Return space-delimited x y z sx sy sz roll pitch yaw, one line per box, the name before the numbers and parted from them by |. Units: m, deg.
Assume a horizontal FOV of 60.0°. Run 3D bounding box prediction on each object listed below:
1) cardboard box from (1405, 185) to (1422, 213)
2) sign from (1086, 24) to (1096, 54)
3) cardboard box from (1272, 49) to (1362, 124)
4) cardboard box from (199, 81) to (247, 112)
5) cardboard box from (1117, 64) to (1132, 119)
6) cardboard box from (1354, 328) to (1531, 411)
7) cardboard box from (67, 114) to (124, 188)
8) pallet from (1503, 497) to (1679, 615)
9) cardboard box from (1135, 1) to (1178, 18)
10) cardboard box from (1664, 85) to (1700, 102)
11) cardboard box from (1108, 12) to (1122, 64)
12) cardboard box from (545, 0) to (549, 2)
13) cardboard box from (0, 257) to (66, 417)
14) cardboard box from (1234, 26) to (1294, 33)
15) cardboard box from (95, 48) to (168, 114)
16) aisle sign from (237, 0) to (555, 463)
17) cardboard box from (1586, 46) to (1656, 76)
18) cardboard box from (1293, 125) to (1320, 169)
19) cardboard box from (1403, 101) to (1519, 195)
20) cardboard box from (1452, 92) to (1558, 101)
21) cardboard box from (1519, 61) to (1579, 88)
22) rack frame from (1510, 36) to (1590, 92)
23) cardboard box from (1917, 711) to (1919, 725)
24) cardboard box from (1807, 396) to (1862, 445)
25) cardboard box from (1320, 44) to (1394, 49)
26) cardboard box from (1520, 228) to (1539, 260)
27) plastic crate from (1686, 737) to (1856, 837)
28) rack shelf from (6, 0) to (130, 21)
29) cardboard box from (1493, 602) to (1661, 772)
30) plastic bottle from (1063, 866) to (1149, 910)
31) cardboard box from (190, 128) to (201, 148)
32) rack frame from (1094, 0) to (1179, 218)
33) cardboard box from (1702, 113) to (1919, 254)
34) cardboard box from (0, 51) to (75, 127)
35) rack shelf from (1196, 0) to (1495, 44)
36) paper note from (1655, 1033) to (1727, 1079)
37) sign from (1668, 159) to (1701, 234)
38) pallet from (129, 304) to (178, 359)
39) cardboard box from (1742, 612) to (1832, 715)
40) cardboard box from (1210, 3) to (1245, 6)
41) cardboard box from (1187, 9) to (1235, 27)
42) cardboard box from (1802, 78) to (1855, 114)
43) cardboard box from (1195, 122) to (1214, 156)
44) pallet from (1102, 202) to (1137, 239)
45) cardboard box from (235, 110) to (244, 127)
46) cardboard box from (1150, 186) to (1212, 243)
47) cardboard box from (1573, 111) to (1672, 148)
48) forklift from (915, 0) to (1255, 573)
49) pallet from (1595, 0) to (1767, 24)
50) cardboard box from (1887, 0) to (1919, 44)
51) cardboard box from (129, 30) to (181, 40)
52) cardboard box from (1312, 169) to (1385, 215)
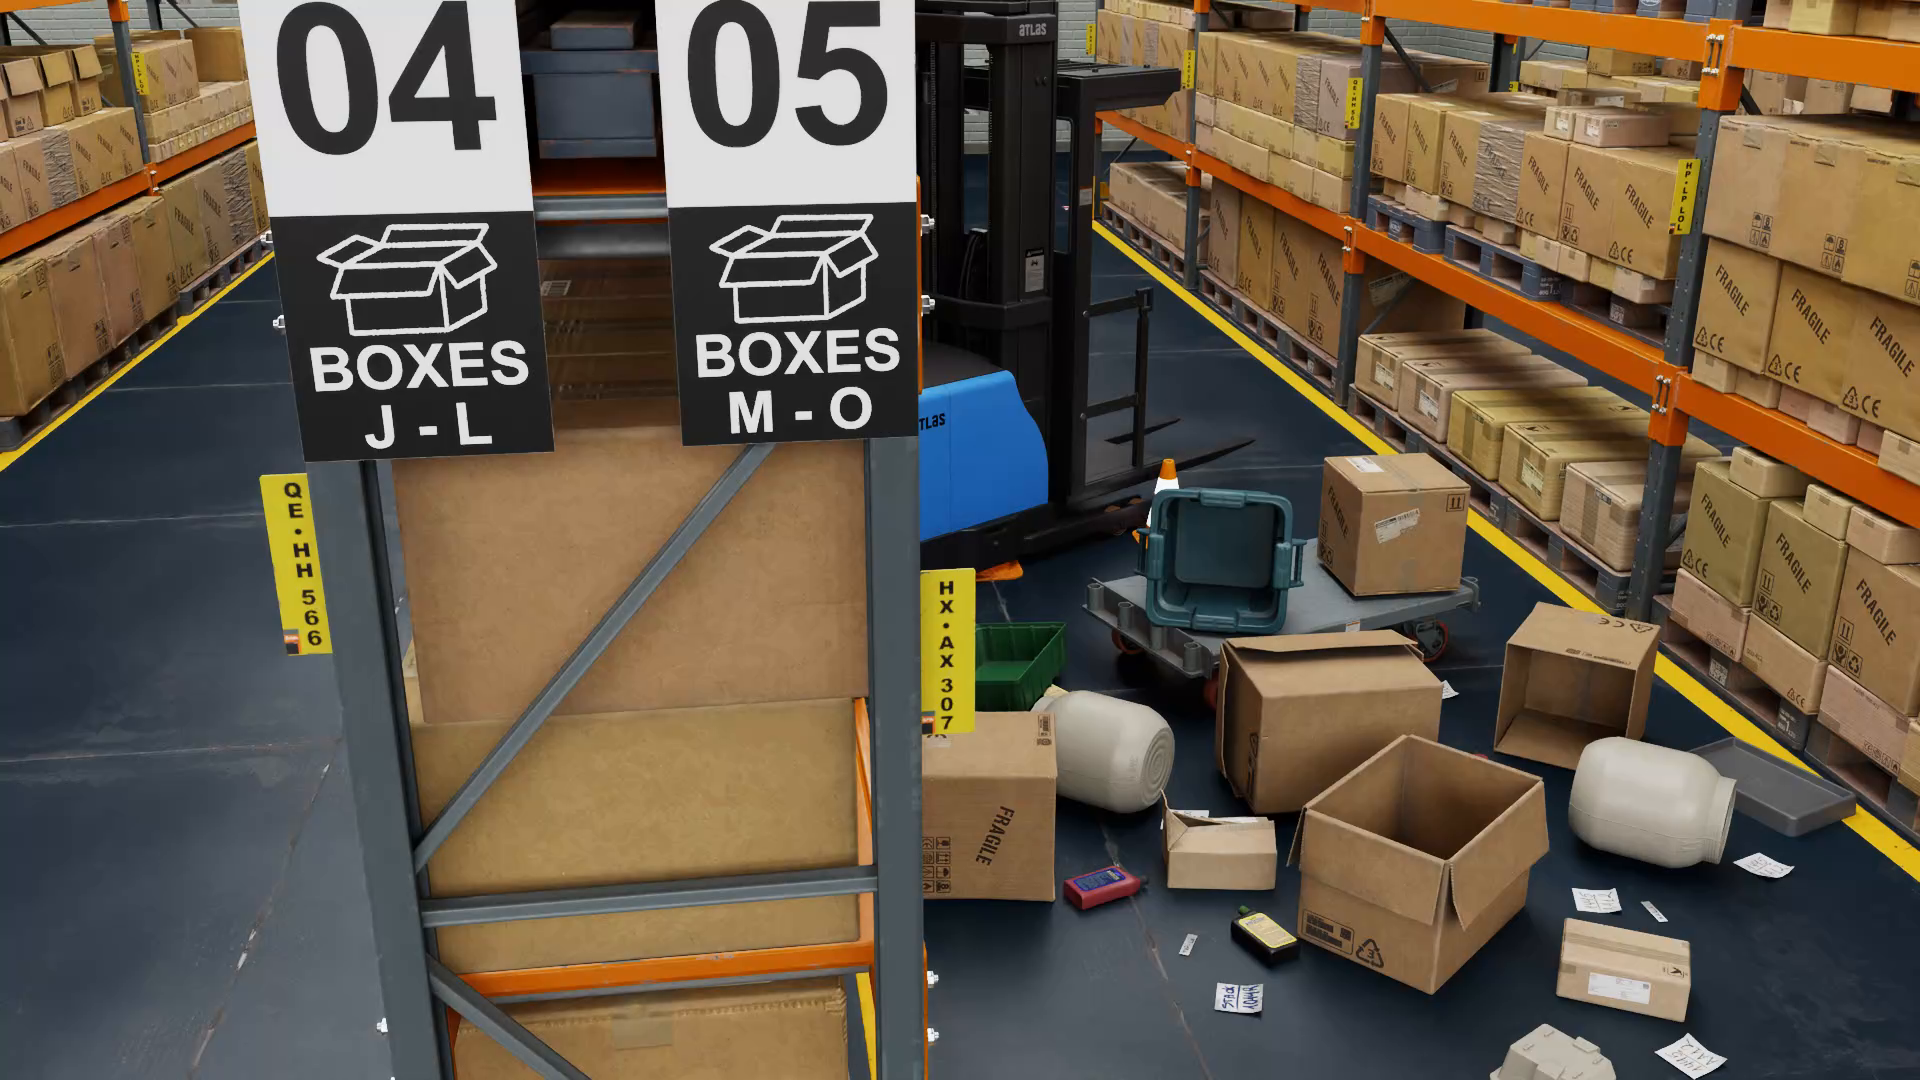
cardboard box | 3.022 -2.141 10.419 0.380 0.149 0.250 -4 21 -11
sign | 1.455 -5.567 18.483 0.100 0.325 0.005 -3 21 -8
cardboard box | 2.678 -3.411 12.489 0.500 0.500 0.500 -3 21 -8
cardboard box | -7.397 -4.389 16.470 0.500 0.250 0.500 -3 21 -9
cardboard box | 1.946 -4.665 17.278 0.500 0.500 0.500 -3 21 -8
cardboard box | 3.230 -1.150 11.163 0.950 0.372 0.625 -4 21 -11
cardboard box | -6.823 -2.992 12.798 0.500 0.500 0.500 -2 21 -6
pallet | 3.621 0.042 8.803 1.003 0.211 1.213 -3 21 -8
cardboard box | 1.964 -5.293 16.602 0.380 0.149 0.250 -3 21 -9
cardboard box | 7.178 -4.250 16.097 0.500 0.250 0.500 -2 21 -6
cardboard box | 1.874 -5.306 17.564 0.500 0.500 0.500 -3 21 -9
cardboard box | -1.065 -1.219 3.520 0.380 0.149 0.250 -3 21 -7
cardboard box | -6.727 -1.322 10.904 1.225 0.875 0.875 -4 21 -10
cardboard box | 2.753 -4.457 15.292 0.500 0.500 0.500 -3 21 -7
cardboard box | -7.041 -3.864 13.993 0.500 0.500 0.500 -3 21 -8
aisle sign | -0.859 -0.504 2.563 0.394 0.787 0.004 -3 21 -8
cardboard box | 6.932 -5.132 17.387 0.500 0.500 0.500 -2 21 -6
cardboard box | 2.759 -2.876 12.130 0.500 0.250 0.500 -3 21 -9
cardboard box | 3.076 -2.416 10.228 0.500 0.500 0.500 -2 21 -5
cardboard box | 3.499 -2.620 10.775 0.500 0.500 0.500 -4 21 -9
cardboard box | 6.715 -5.300 18.909 0.500 0.250 0.500 -3 21 -7
rack frame | 6.916 -5.402 19.392 1.000 3.000 0.127 -3 21 -8
cardboard box | 3.793 0.510 5.822 0.500 0.500 0.500 -3 21 -9
cardboard box | 3.620 -0.490 6.599 0.380 0.149 0.250 -2 21 -6
cardboard box | 3.119 -3.605 13.008 0.500 0.500 0.500 -3 21 -7
cardboard box | 3.255 -1.593 8.952 0.380 0.149 0.250 -3 21 -8
plastic crate | 3.150 0.957 6.539 0.402 0.080 0.583 -11 23 -26
rack shelf | -7.513 -5.026 15.127 1.077 0.370 4.000 -3 21 -8
cardboard box | 2.543 0.614 6.854 0.500 0.500 0.500 12 24 29
plastic bottle | 0.519 1.218 5.869 0.283 0.061 0.133 -11 23 -26
cardboard box | -7.092 -3.628 15.003 0.380 0.149 0.250 -3 21 -9
rack frame | 2.005 -5.150 18.718 1.000 3.000 0.127 -3 21 -8
cardboard box | 3.584 -1.487 6.912 0.700 0.500 0.500 -3 21 -8
cardboard box | -7.037 -3.323 12.250 0.797 0.503 0.637 -3 21 -7
rack shelf | 2.870 -4.141 12.757 1.077 0.370 4.000 -3 21 -8
paper note | 2.205 1.554 5.013 0.148 0.019 0.142 -11 23 -26
sign | 3.186 -1.508 7.313 0.100 0.325 0.005 -3 21 -8
pallet | -7.039 -1.696 13.454 1.003 0.211 1.213 -3 21 -8
cardboard box | 3.641 0.498 6.925 0.500 0.250 0.500 -2 21 -5
cardboard box | 2.559 -5.146 16.209 0.380 0.149 0.250 -3 21 -8
cardboard box | 2.292 -4.772 15.206 0.380 0.149 0.250 -2 21 -6
cardboard box | 7.529 -3.631 13.906 0.700 0.500 0.500 -3 21 -8
cardboard box | 2.384 -3.529 14.593 0.500 0.250 0.500 -3 21 -9
pallet | 2.198 -3.571 18.475 1.003 0.211 1.213 -3 21 -8
cardboard box | -7.315 -4.162 16.432 0.380 0.149 0.250 -3 21 -7
cardboard box | 2.468 -3.294 16.811 0.875 0.438 0.875 -4 21 -9
cardboard box | 3.332 -2.068 8.372 0.380 0.149 0.250 -4 21 -9
forklift | 0.467 -1.519 9.093 3.031 2.935 1.130 -17 27 -39
pallet | 3.751 -2.532 7.689 1.213 0.211 1.003 -3 21 -8
cardboard box | 3.661 -1.900 6.088 0.380 0.149 0.250 -2 21 -6
cardboard box | -7.927 -4.718 16.278 0.500 0.500 0.500 -3 21 -9
cardboard box | 2.828 -2.472 11.762 0.500 0.250 0.500 -4 21 -10
